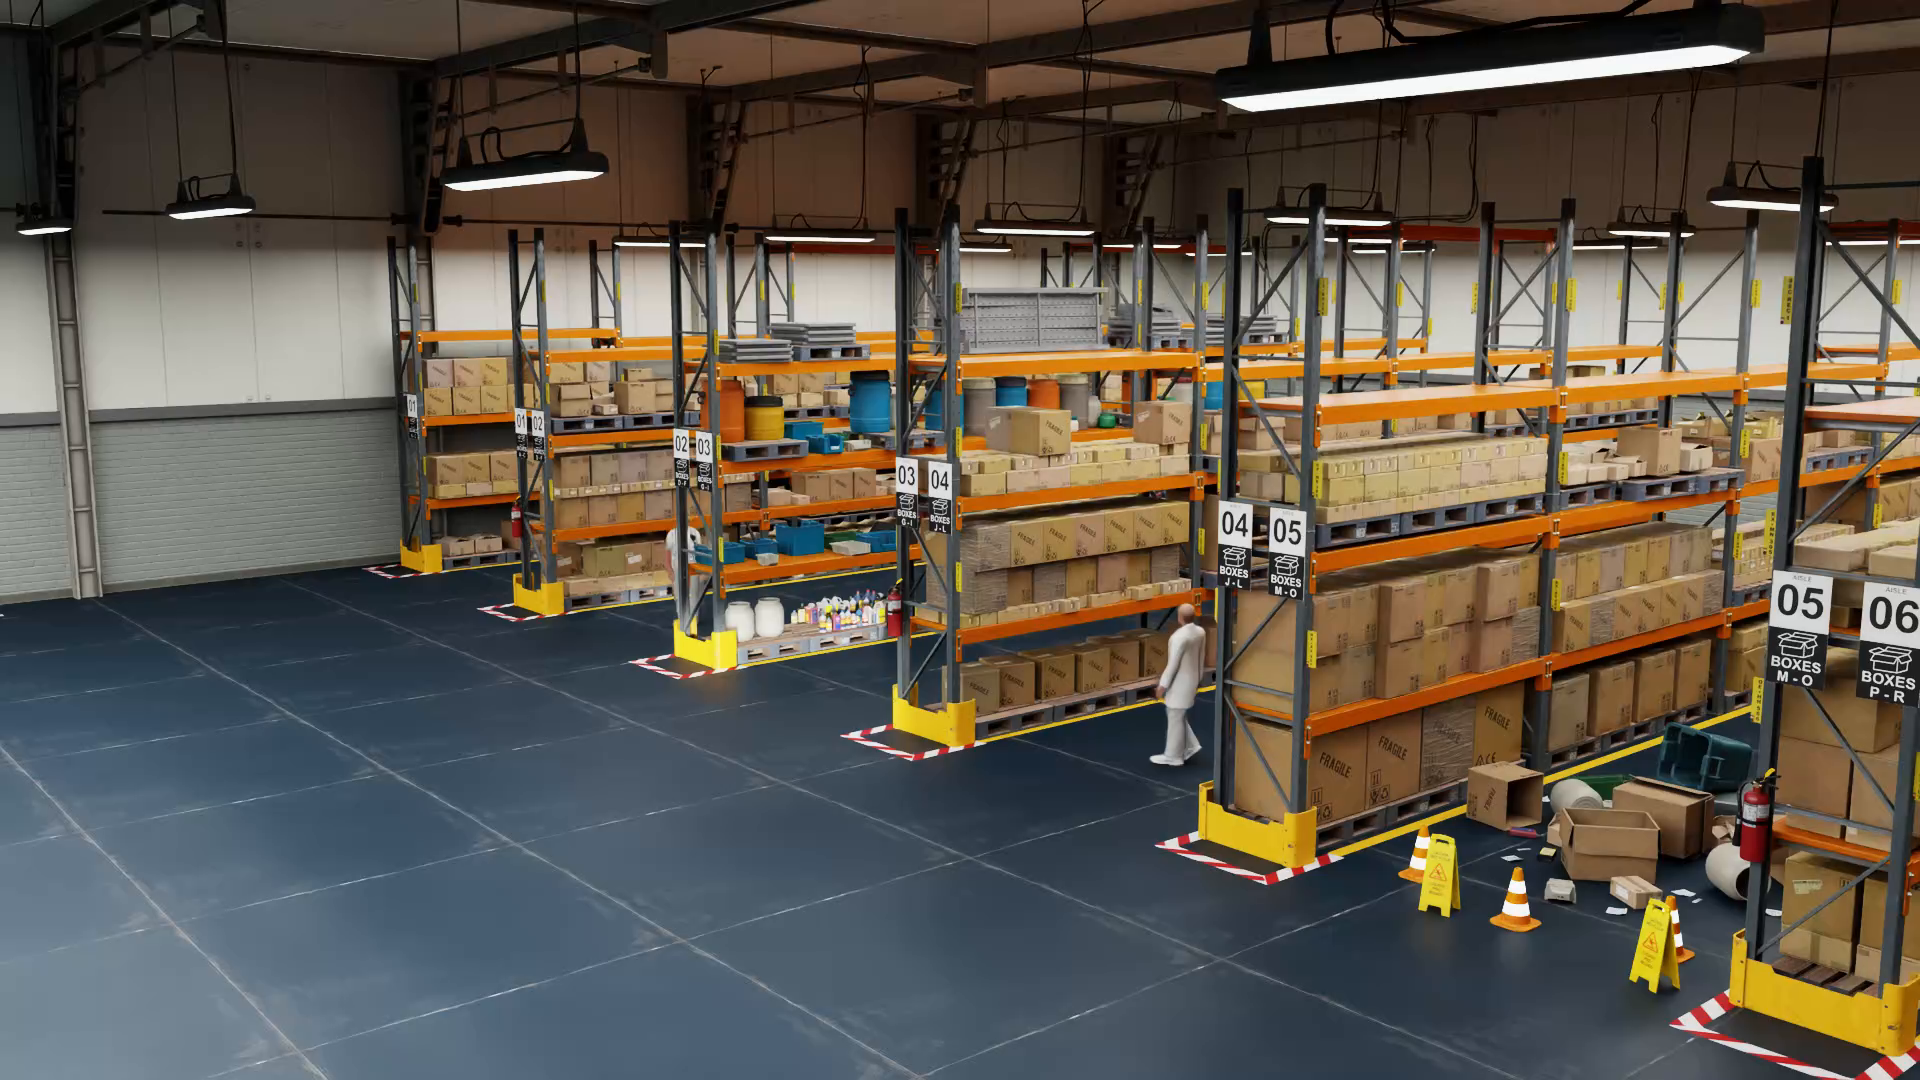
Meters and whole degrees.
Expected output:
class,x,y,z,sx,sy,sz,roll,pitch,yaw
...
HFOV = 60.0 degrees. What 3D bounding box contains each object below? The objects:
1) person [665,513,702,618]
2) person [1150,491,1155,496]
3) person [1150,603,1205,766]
class,x,y,z,sx,sy,sz,roll,pitch,yaw
person,-4.182,0.439,25.244,0.565,1.758,0.426,-2,9,-14
person,3.443,-0.471,31.018,0.559,1.792,0.527,-4,10,-27
person,2.331,1.572,17.925,0.531,1.821,0.602,3,9,21
